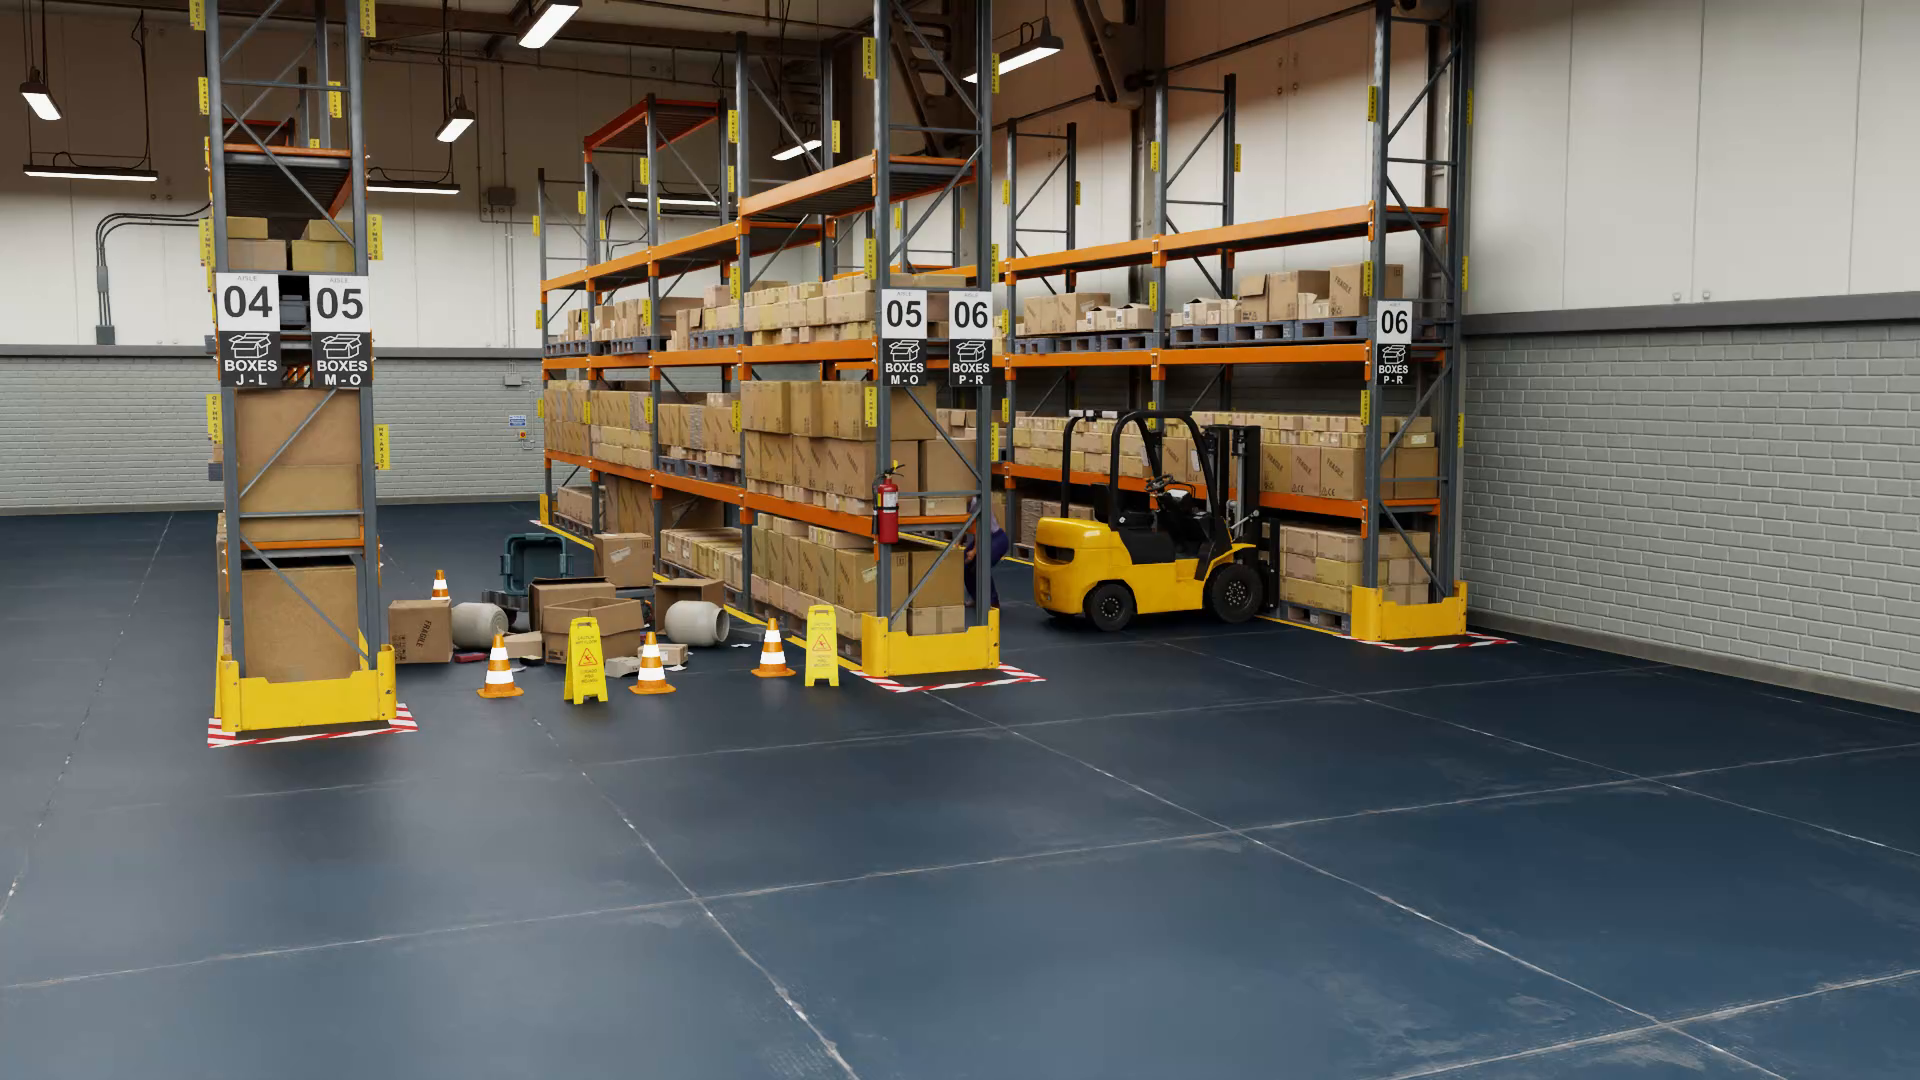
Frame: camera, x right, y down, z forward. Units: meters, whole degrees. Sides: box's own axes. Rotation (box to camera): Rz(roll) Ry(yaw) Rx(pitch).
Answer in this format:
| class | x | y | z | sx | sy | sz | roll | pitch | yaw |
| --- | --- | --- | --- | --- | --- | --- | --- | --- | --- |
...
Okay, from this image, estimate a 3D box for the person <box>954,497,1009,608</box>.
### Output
| class | x | y | z | sx | sy | sz | roll | pitch | yaw |
| --- | --- | --- | --- | --- | --- | --- | --- | --- | --- |
| person | 0.216 | 0.065 | 17.924 | 0.654 | 1.369 | 0.534 | -3 | 6 | -31 |
